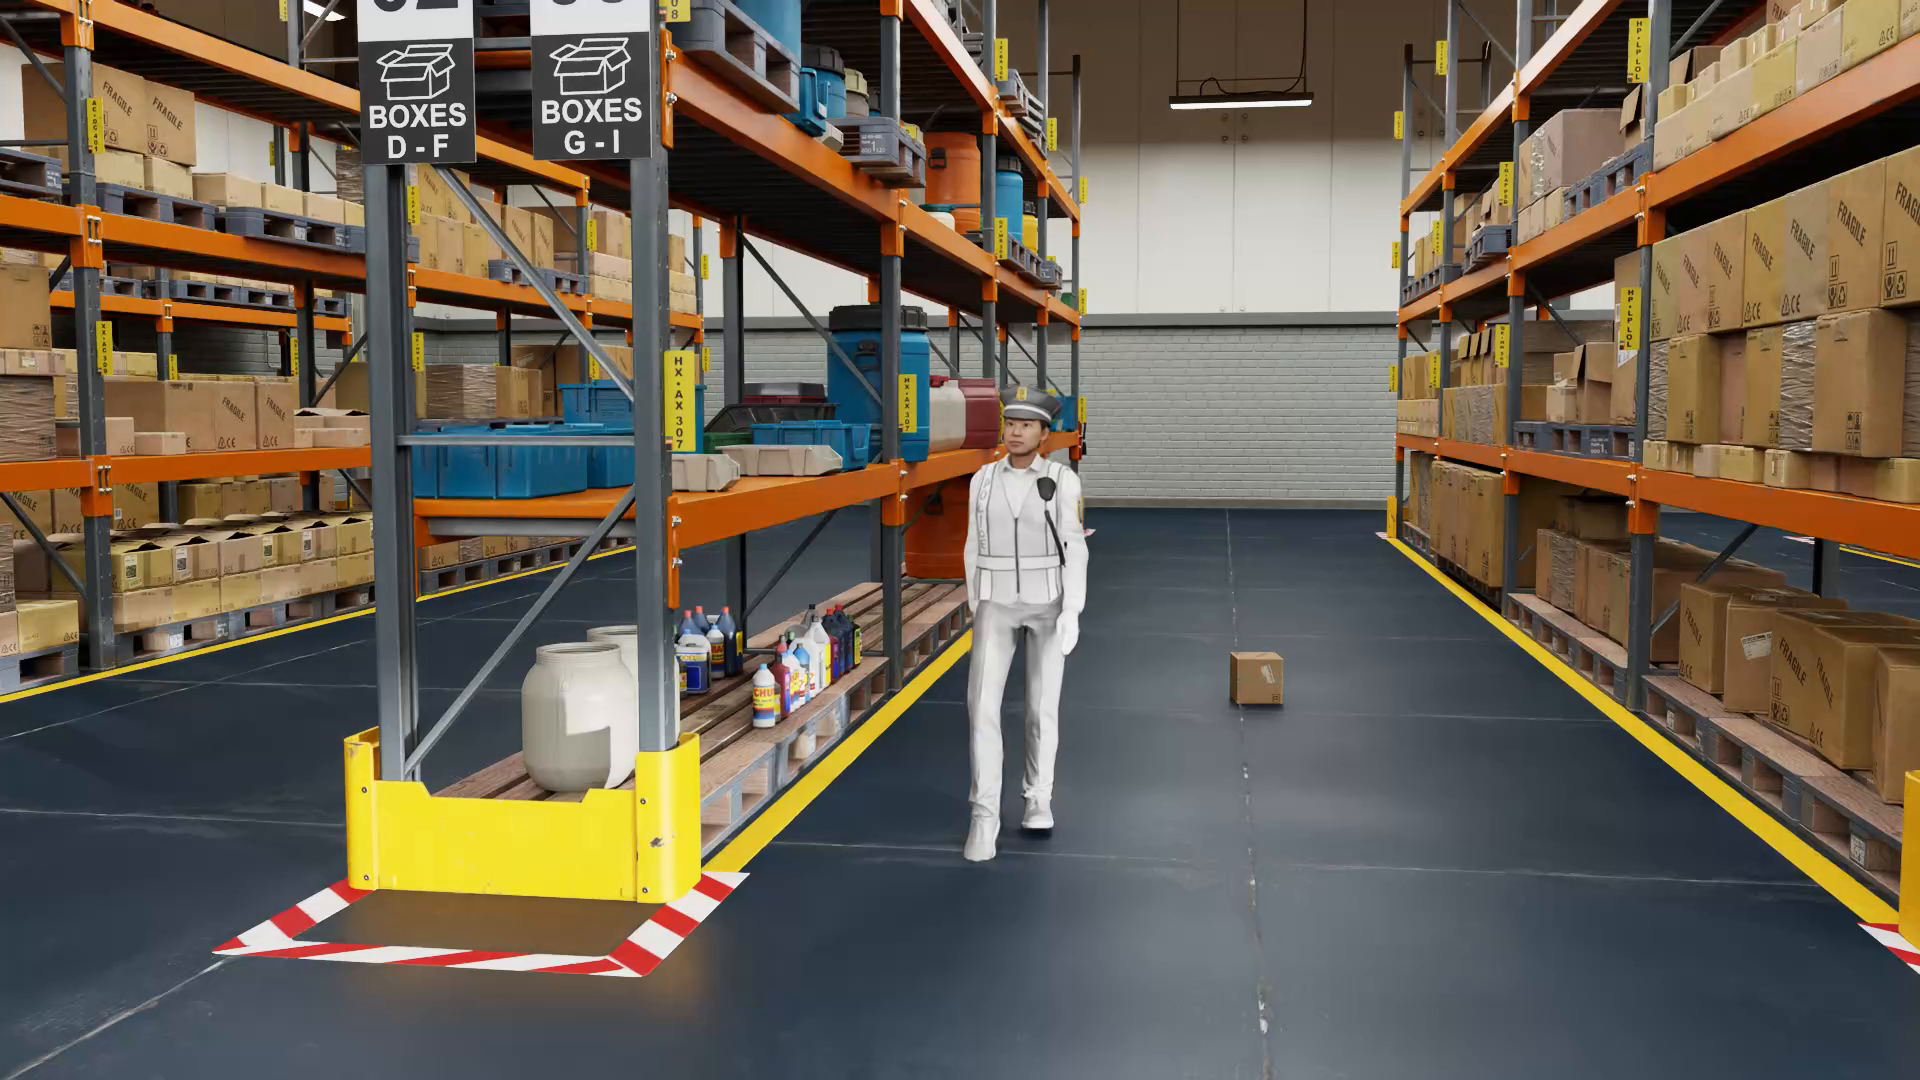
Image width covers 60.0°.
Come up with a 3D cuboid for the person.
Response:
[{"bbox_3d":[0.232,0.302,6.156,0.485,1.752,0.606,1,5,8],"label":"person"}]
